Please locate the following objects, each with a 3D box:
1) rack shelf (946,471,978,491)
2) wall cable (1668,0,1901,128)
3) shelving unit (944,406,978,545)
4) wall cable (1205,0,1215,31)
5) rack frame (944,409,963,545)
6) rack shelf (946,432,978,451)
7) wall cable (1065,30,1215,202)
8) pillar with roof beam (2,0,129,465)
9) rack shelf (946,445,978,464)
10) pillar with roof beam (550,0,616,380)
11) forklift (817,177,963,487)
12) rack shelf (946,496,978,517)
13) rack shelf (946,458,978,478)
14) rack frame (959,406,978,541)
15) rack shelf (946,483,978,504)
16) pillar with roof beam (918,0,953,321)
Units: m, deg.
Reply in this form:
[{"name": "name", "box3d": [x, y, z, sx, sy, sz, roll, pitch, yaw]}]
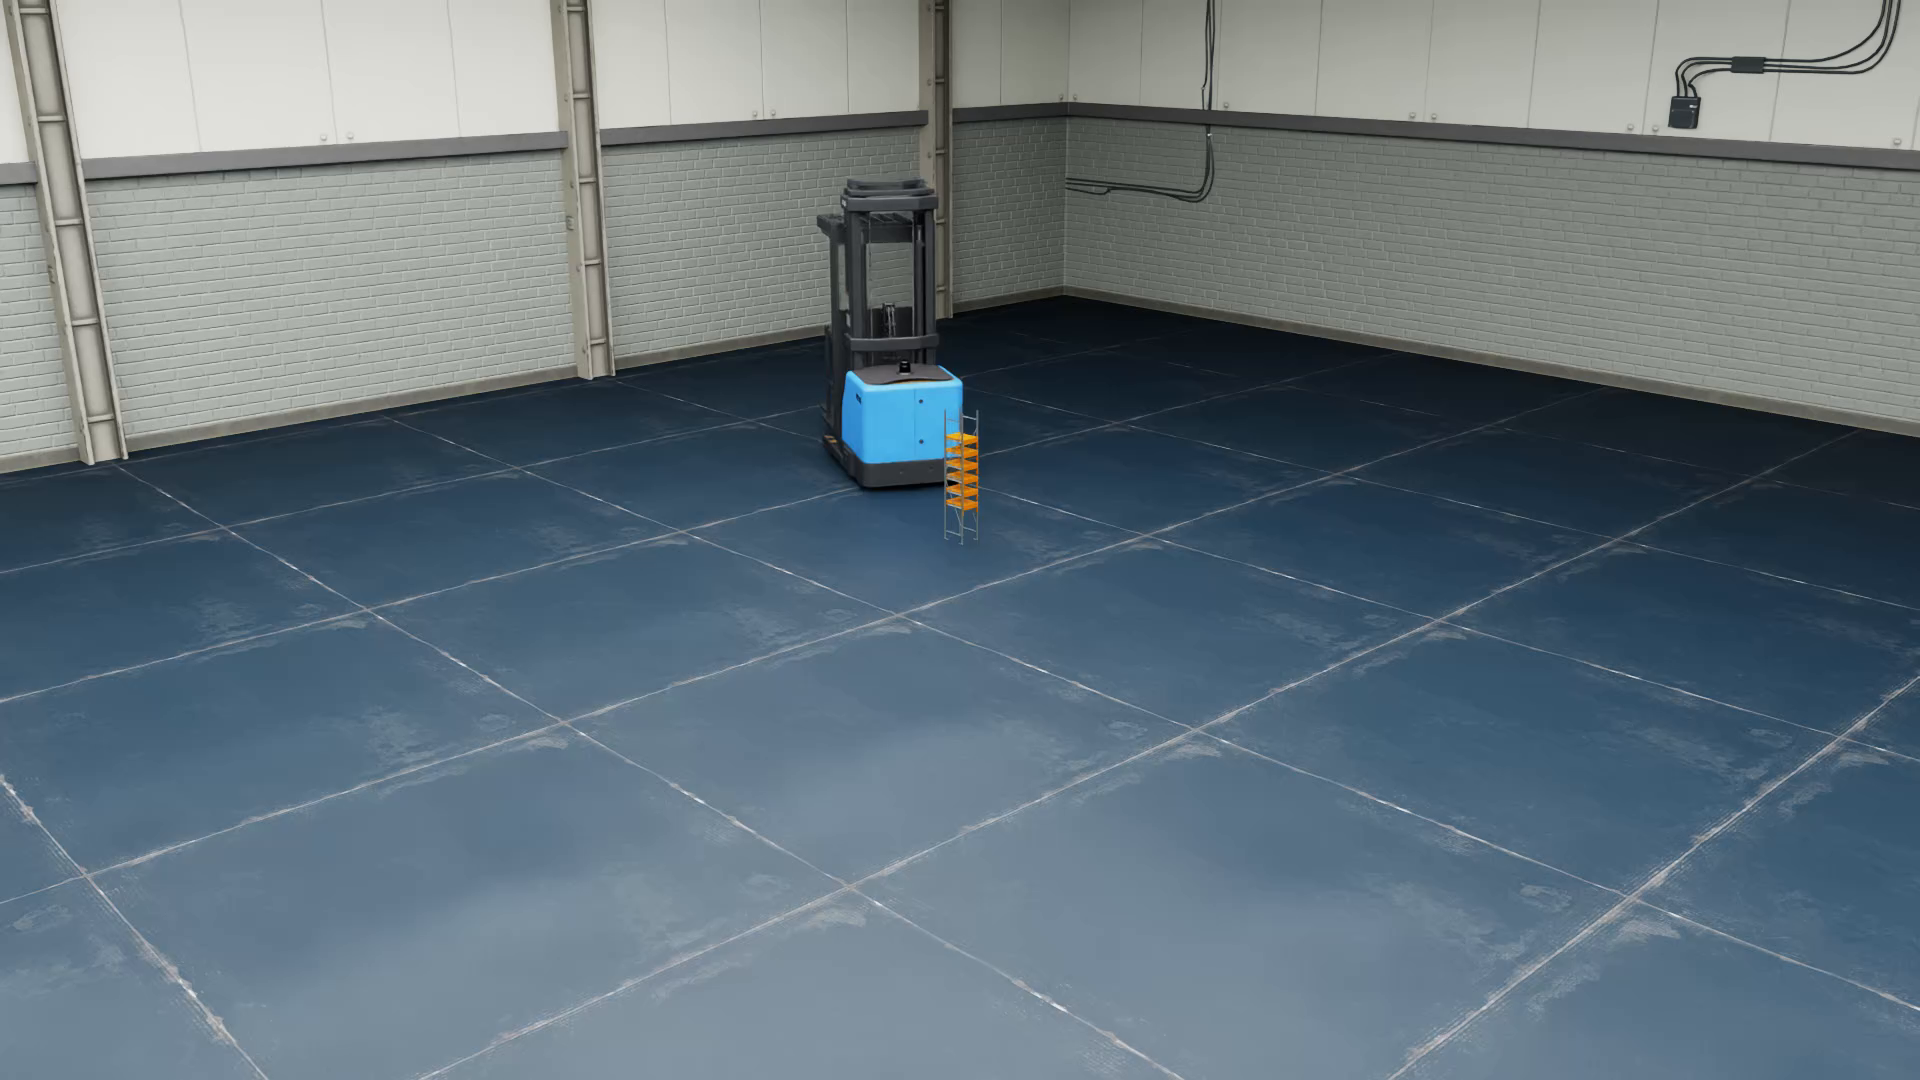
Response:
[{"name": "rack shelf", "box3d": [0.011, -0.532, 14.823, 0.180, 0.103, 0.258, -16, 24, -41]}, {"name": "wall cable", "box3d": [9.204, -7.498, 18.005, 0.169, 6.003, 2.305, -16, 24, -41]}, {"name": "shelving unit", "box3d": [0.011, -0.574, 14.809, 0.189, 1.200, 0.258, -16, 24, -41]}, {"name": "wall cable", "box3d": [4.552, -8.330, 22.931, 0.112, 2.526, 3.097, -16, 24, -41]}, {"name": "rack frame", "box3d": [-0.056, -0.554, 14.749, 0.006, 1.200, 0.240, -16, 24, -41]}, {"name": "rack shelf", "box3d": [0.011, -0.874, 14.712, 0.180, 0.103, 0.258, -16, 24, -41]}, {"name": "wall cable", "box3d": [2.693, -6.534, 25.580, 0.112, 2.526, 3.097, -16, 24, -41]}, {"name": "pillar with roof beam", "box3d": [-6.117, -4.175, 13.272, 0.400, 9.000, 9.100, -16, 24, -41]}, {"name": "rack shelf", "box3d": [0.011, -0.760, 14.749, 0.180, 0.103, 0.258, -16, 24, -41]}, {"name": "pillar with roof beam", "box3d": [-1.758, -5.447, 17.193, 0.400, 9.000, 9.100, -16, 24, -41]}, {"name": "forklift", "box3d": [-0.856, -2.328, 17.414, 1.130, 2.935, 3.031, -5, 19, -15]}, {"name": "rack shelf", "box3d": [0.011, -0.303, 14.897, 0.180, 0.103, 0.258, -16, 24, -41]}, {"name": "rack shelf", "box3d": [0.011, -0.646, 14.786, 0.180, 0.103, 0.258, -16, 24, -41]}, {"name": "rack frame", "box3d": [0.077, -0.593, 14.869, 0.006, 1.200, 0.240, -16, 24, -41]}, {"name": "rack shelf", "box3d": [0.011, -0.417, 14.860, 0.180, 0.103, 0.258, -16, 24, -41]}, {"name": "pillar with roof beam", "box3d": [2.602, -6.718, 21.114, 0.400, 9.000, 9.100, -16, 24, -41]}]
